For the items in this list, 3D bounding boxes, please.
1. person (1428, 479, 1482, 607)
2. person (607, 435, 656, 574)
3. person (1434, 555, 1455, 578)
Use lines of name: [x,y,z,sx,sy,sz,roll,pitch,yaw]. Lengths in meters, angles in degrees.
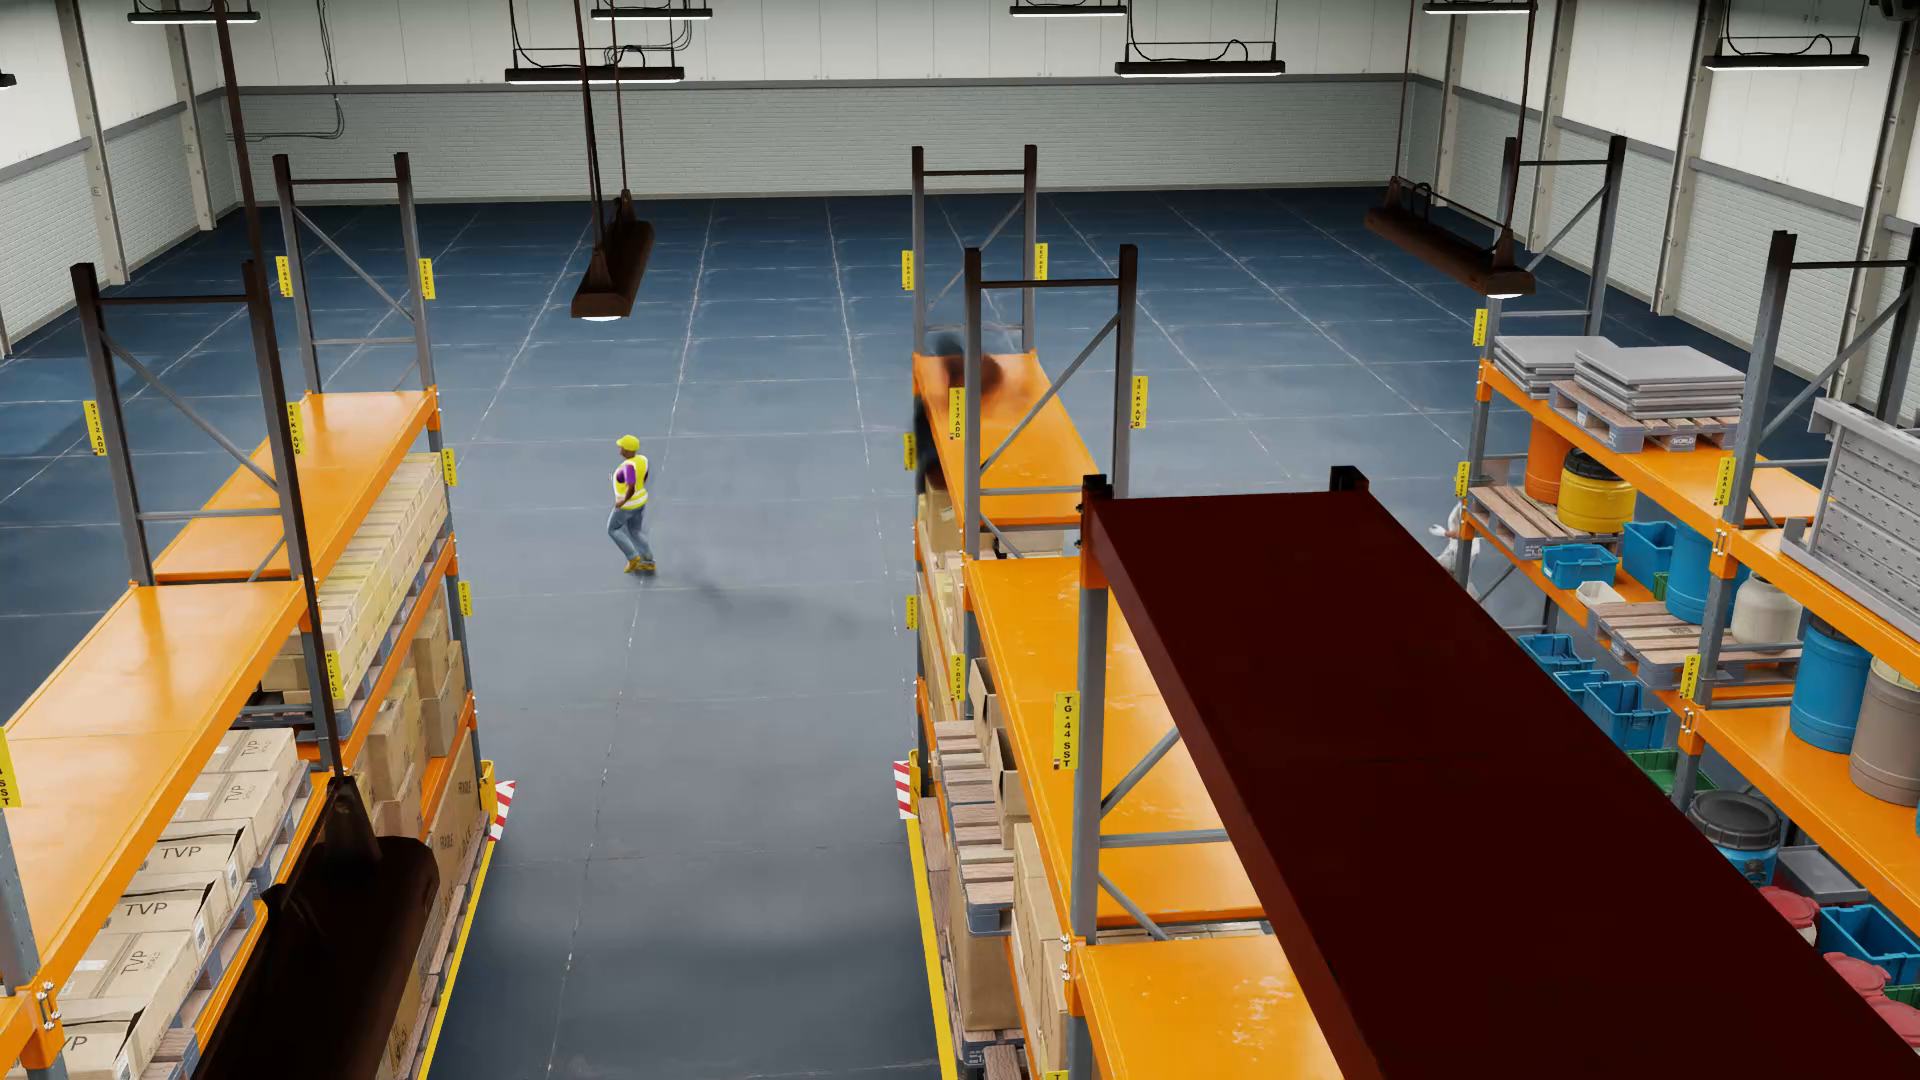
person: [5.705,0.111,18.985,0.722,1.804,0.670,8,23,19]
person: [-4.077,-0.437,20.377,0.649,1.772,0.677,9,23,21]
person: [5.014,0.939,17.102,0.601,1.655,0.604,8,23,19]
